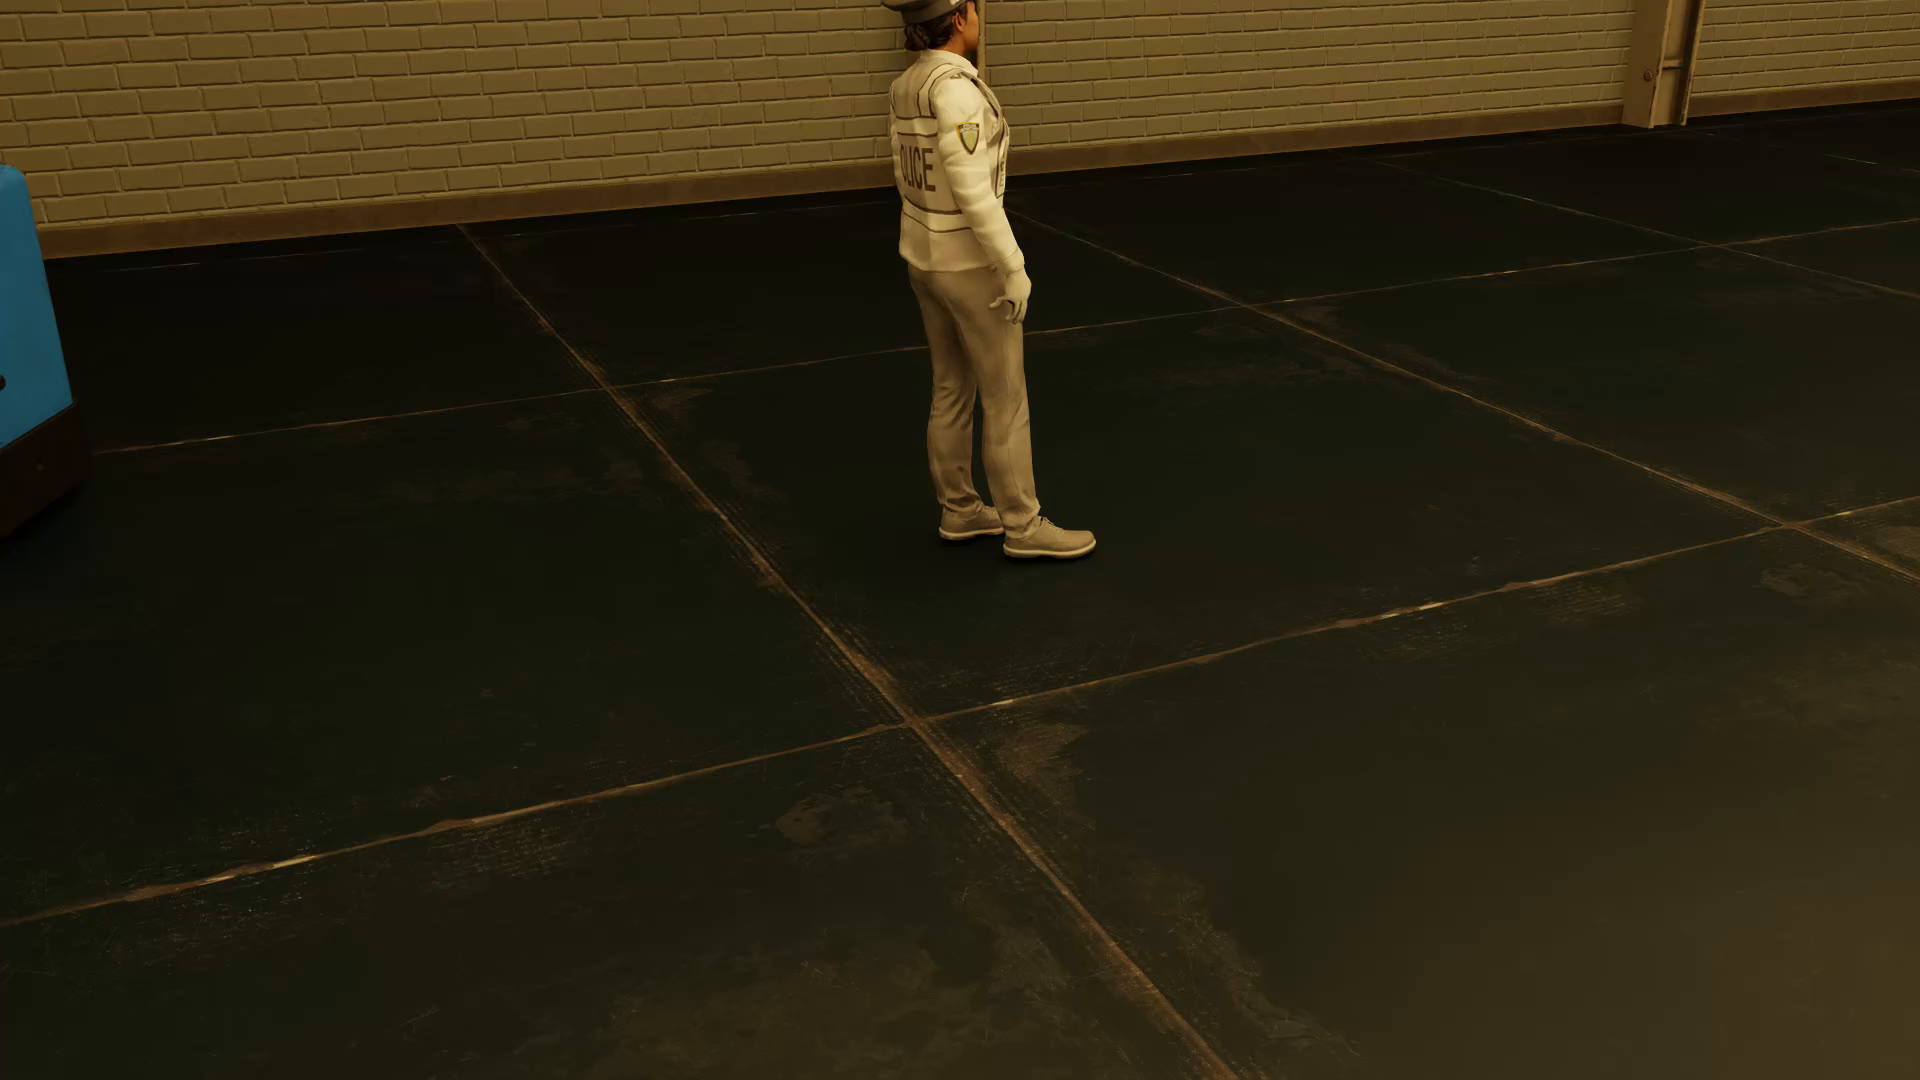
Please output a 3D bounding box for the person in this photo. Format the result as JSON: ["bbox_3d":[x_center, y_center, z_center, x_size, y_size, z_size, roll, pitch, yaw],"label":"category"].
[{"bbox_3d":[0.065,-0.798,4.800,0.531,1.695,0.587,-10,25,-23],"label":"person"}]

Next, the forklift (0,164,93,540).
[{"bbox_3d":[-4.354,-1.337,4.504,3.031,2.935,1.130,0,23,0],"label":"forklift"}]
